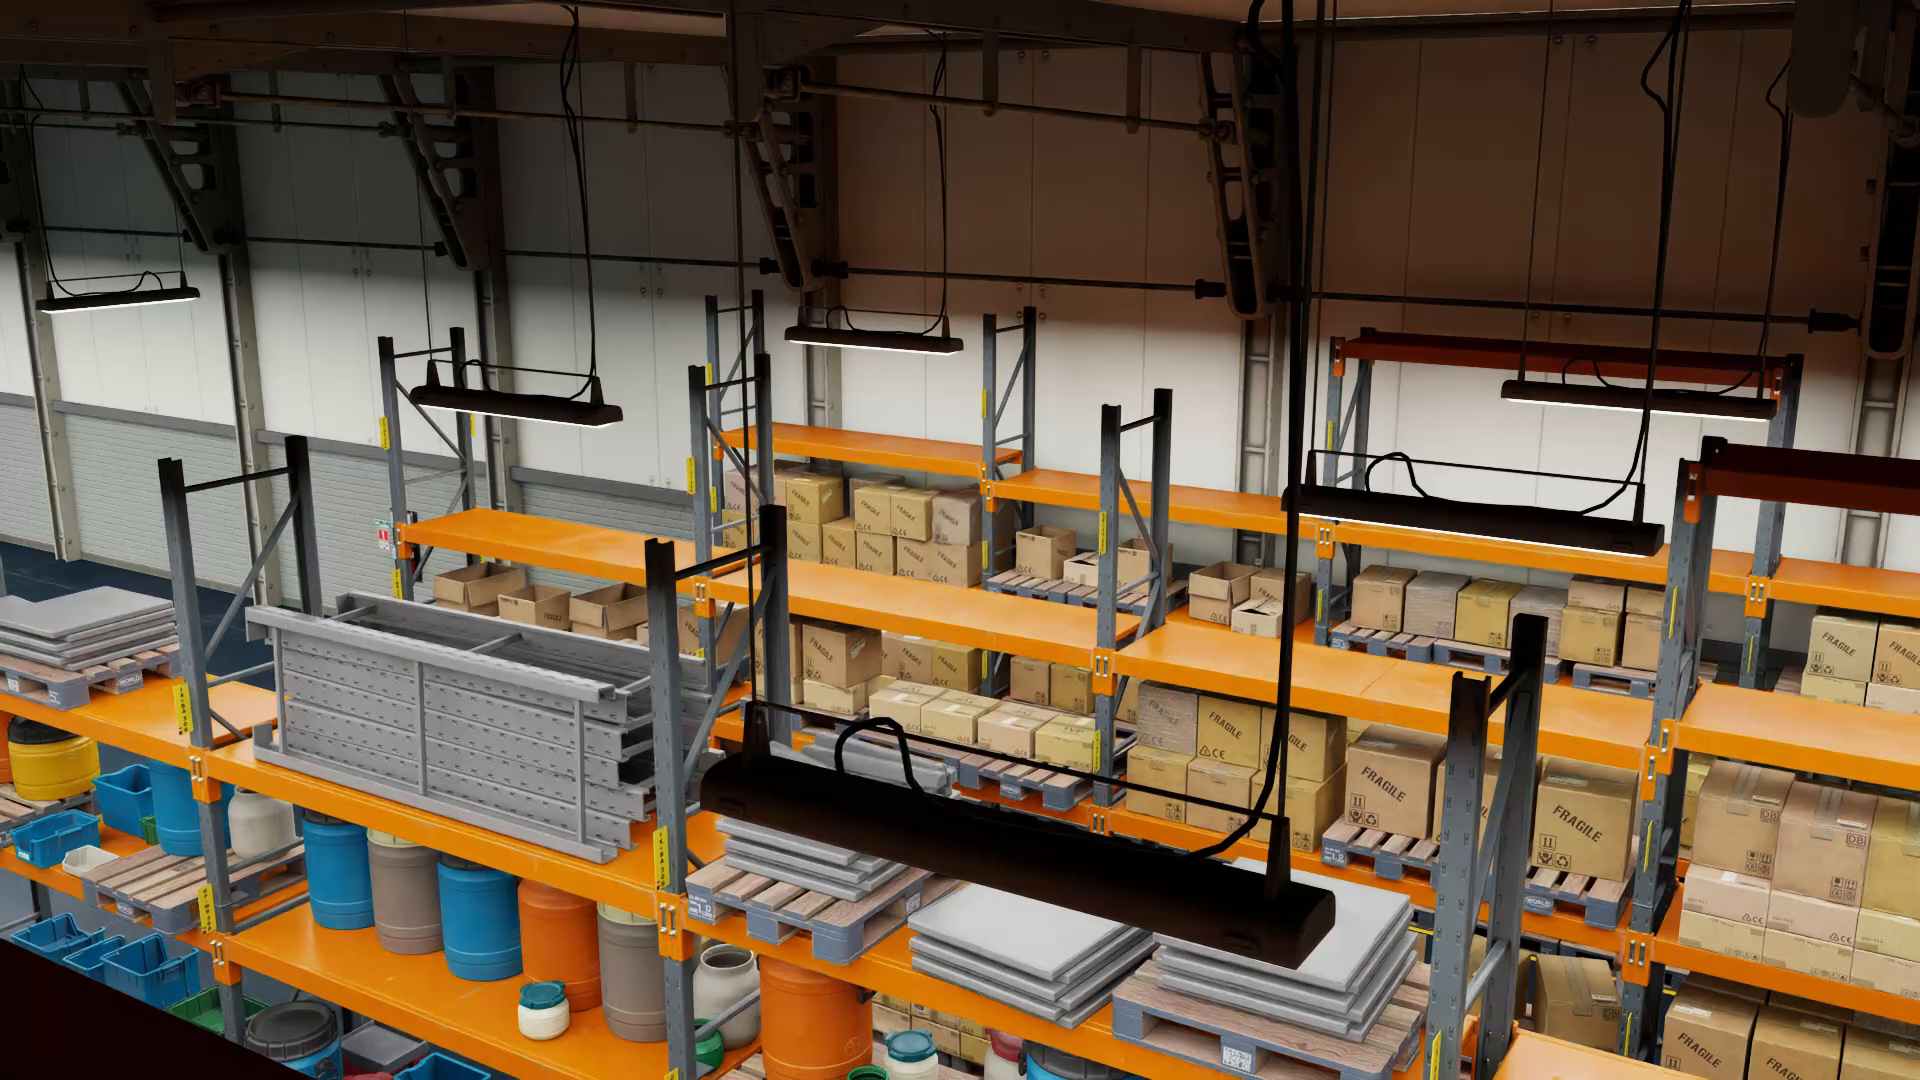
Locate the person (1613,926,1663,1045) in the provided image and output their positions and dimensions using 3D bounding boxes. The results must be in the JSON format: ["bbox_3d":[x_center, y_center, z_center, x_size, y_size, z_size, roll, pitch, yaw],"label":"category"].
[{"bbox_3d":[6.071,3.637,14.839,0.564,1.766,0.484,-3,14,-12],"label":"person"}]
